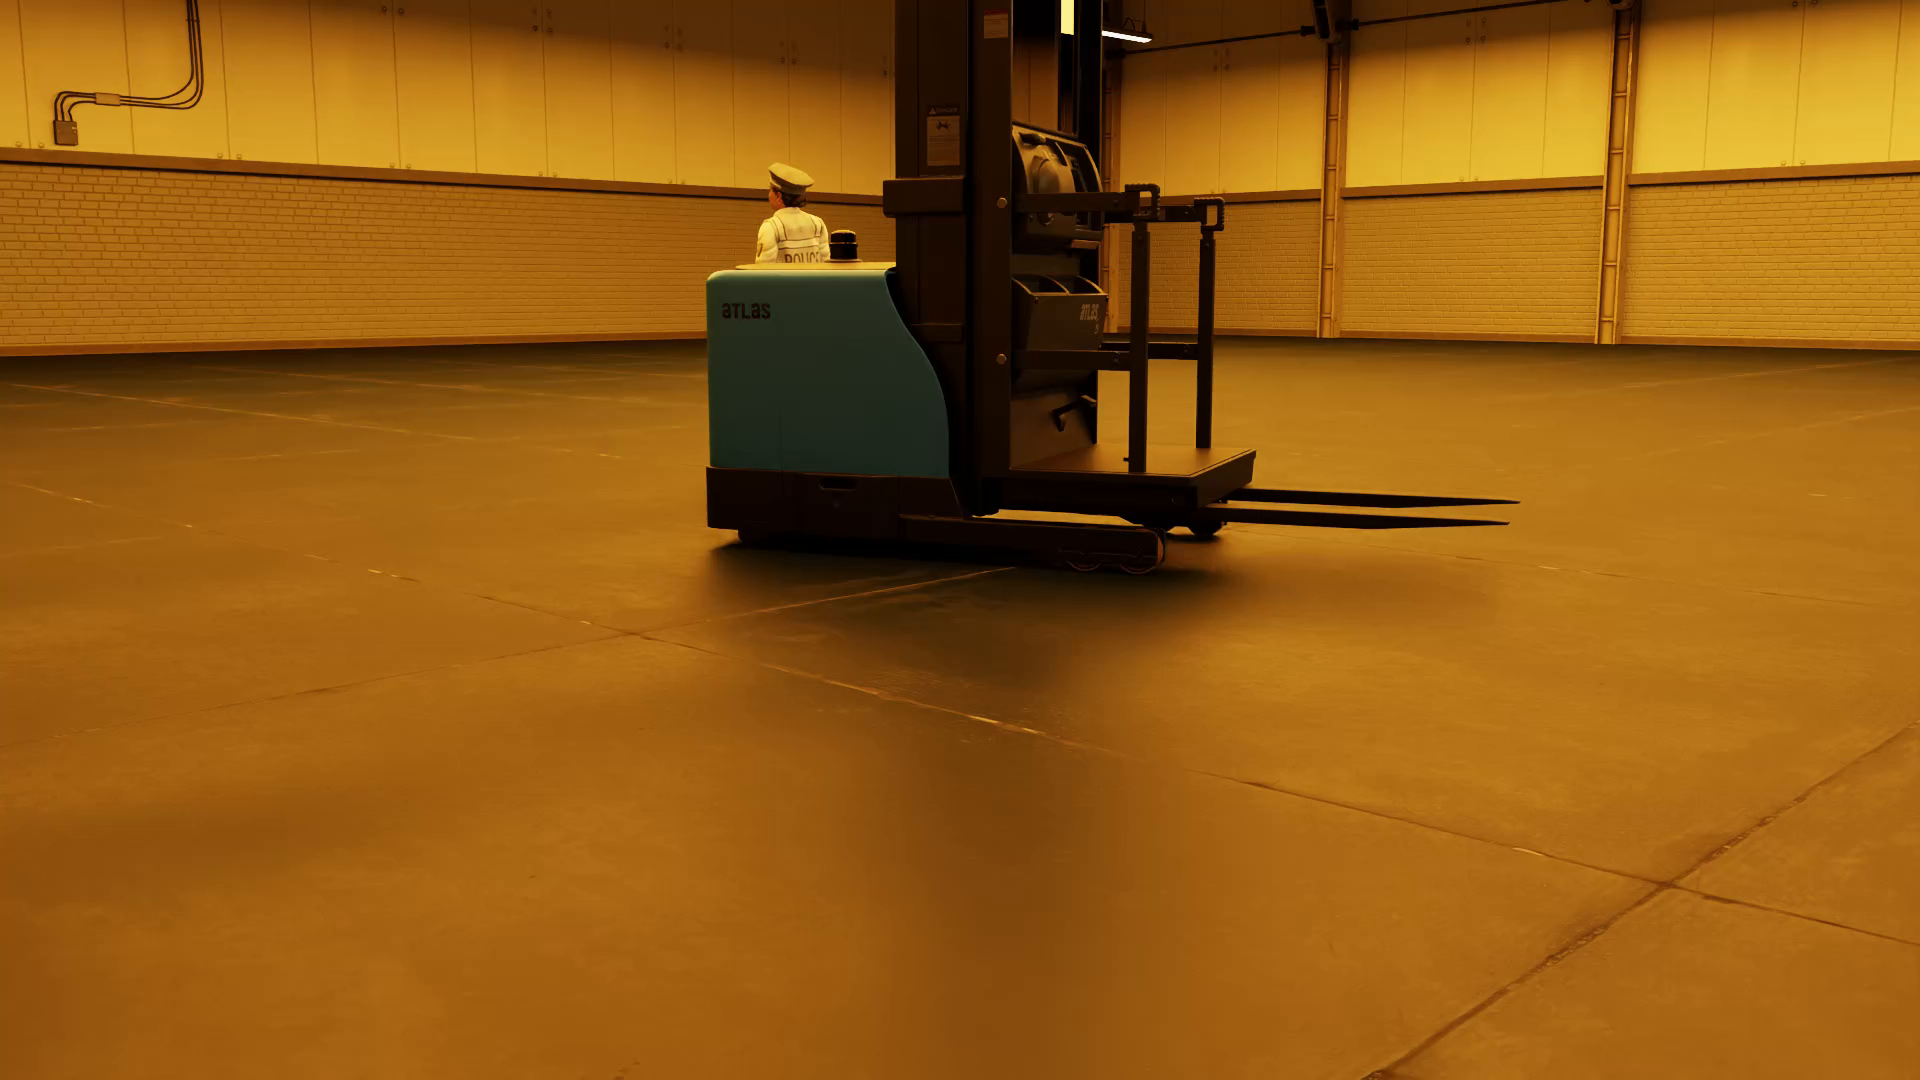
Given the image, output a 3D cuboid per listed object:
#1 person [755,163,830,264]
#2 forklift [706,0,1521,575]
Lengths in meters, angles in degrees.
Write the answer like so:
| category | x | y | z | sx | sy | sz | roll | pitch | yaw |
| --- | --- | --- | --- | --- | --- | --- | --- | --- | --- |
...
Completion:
| category | x | y | z | sx | sy | sz | roll | pitch | yaw |
| --- | --- | --- | --- | --- | --- | --- | --- | --- | --- |
| person | -1.022 | -1.286 | 9.522 | 0.588 | 1.697 | 0.534 | -8 | 12 | -43 |
| forklift | 0.565 | -1.416 | 6.275 | 3.031 | 2.935 | 1.130 | 3 | 9 | 22 |
